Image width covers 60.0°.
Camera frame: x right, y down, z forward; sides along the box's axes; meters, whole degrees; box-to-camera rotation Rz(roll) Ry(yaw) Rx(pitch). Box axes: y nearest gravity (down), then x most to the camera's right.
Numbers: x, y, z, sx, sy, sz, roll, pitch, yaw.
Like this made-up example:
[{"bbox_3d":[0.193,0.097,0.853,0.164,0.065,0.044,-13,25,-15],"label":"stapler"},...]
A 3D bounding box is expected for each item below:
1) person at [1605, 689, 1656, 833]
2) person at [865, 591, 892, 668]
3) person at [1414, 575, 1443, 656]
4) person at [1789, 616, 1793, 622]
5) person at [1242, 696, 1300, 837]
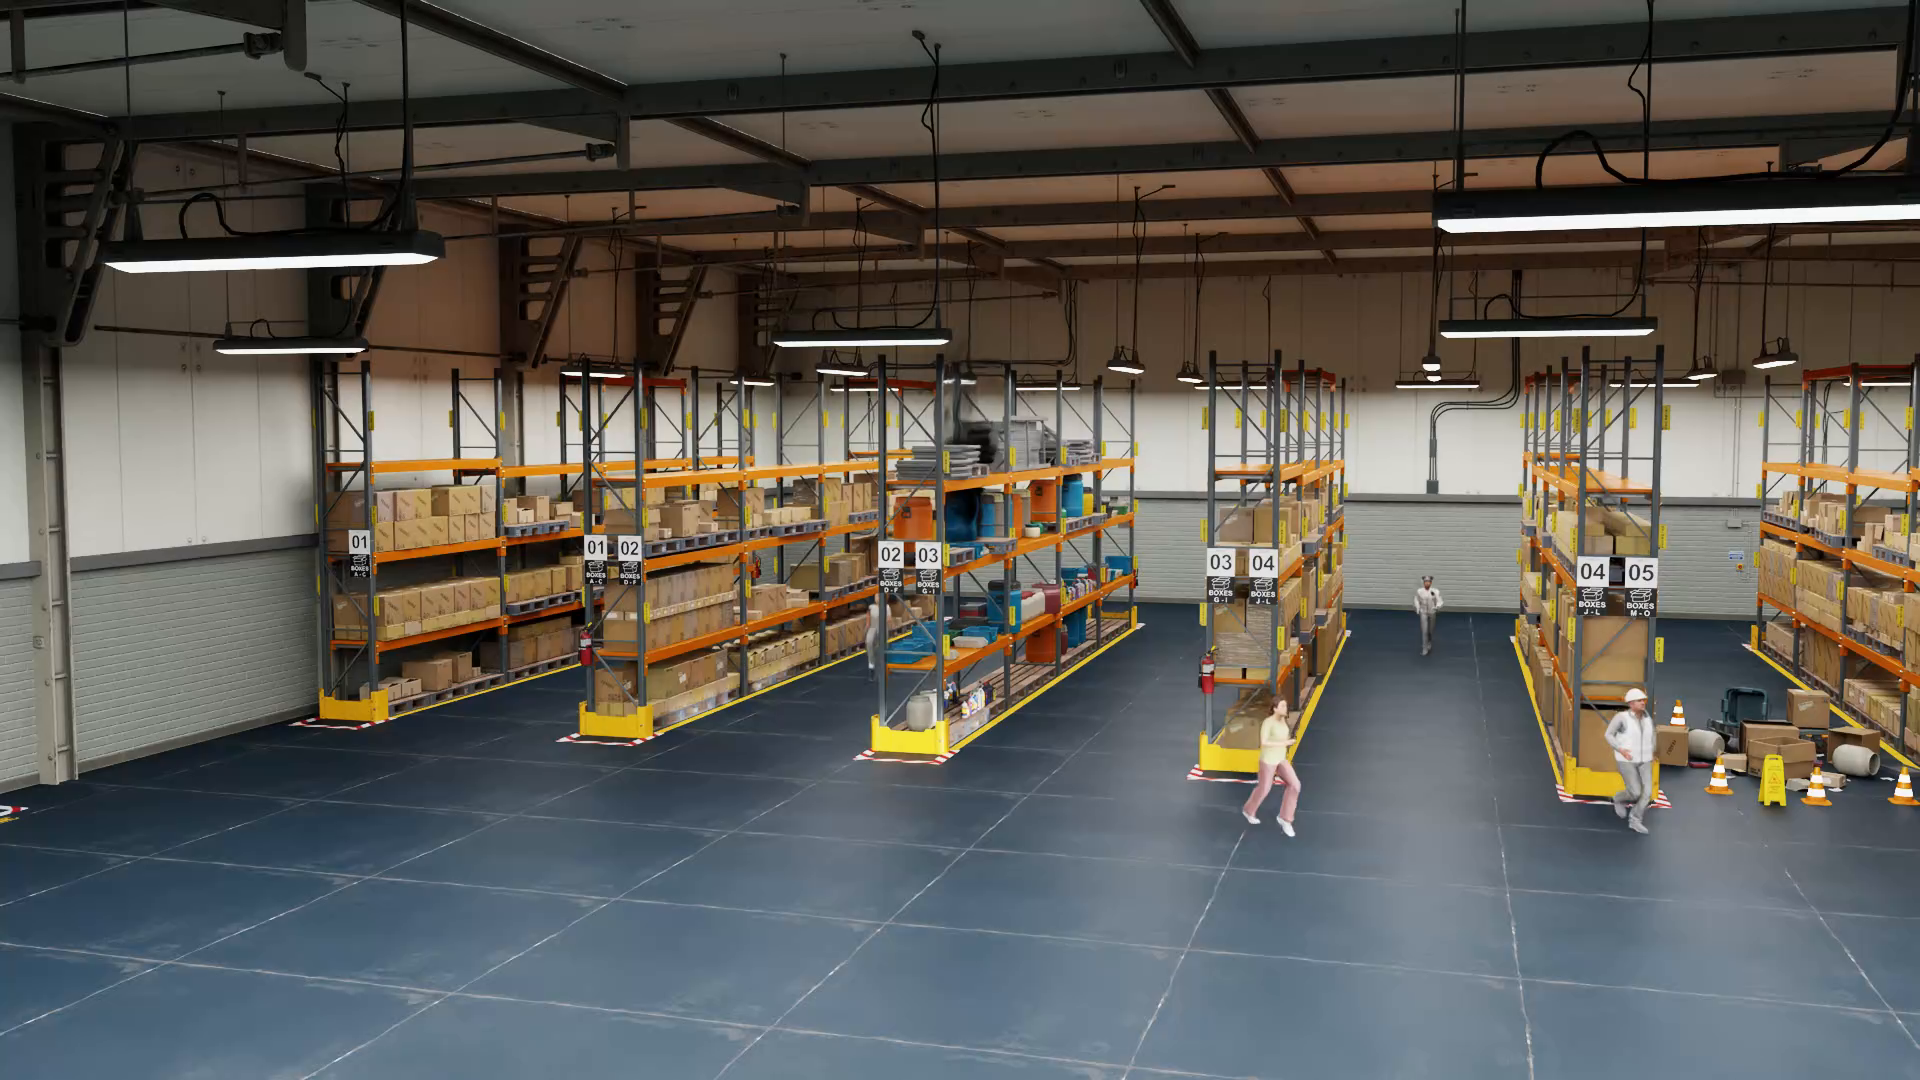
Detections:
[{"bbox_3d":[8.249,2.688,20.411,0.670,1.742,0.569,-1,4,-10],"label":"person"},{"bbox_3d":[-1.586,1.810,32.349,0.554,1.646,0.911,1,4,9],"label":"person"},{"bbox_3d":[10.067,1.591,35.746,0.608,1.705,0.833,1,4,17],"label":"person"},{"bbox_3d":[18.793,1.572,37.272,0.561,1.567,0.742,-3,5,-35],"label":"person"},{"bbox_3d":[3.770,2.726,20.275,0.599,1.699,0.819,-4,6,-43],"label":"person"}]
